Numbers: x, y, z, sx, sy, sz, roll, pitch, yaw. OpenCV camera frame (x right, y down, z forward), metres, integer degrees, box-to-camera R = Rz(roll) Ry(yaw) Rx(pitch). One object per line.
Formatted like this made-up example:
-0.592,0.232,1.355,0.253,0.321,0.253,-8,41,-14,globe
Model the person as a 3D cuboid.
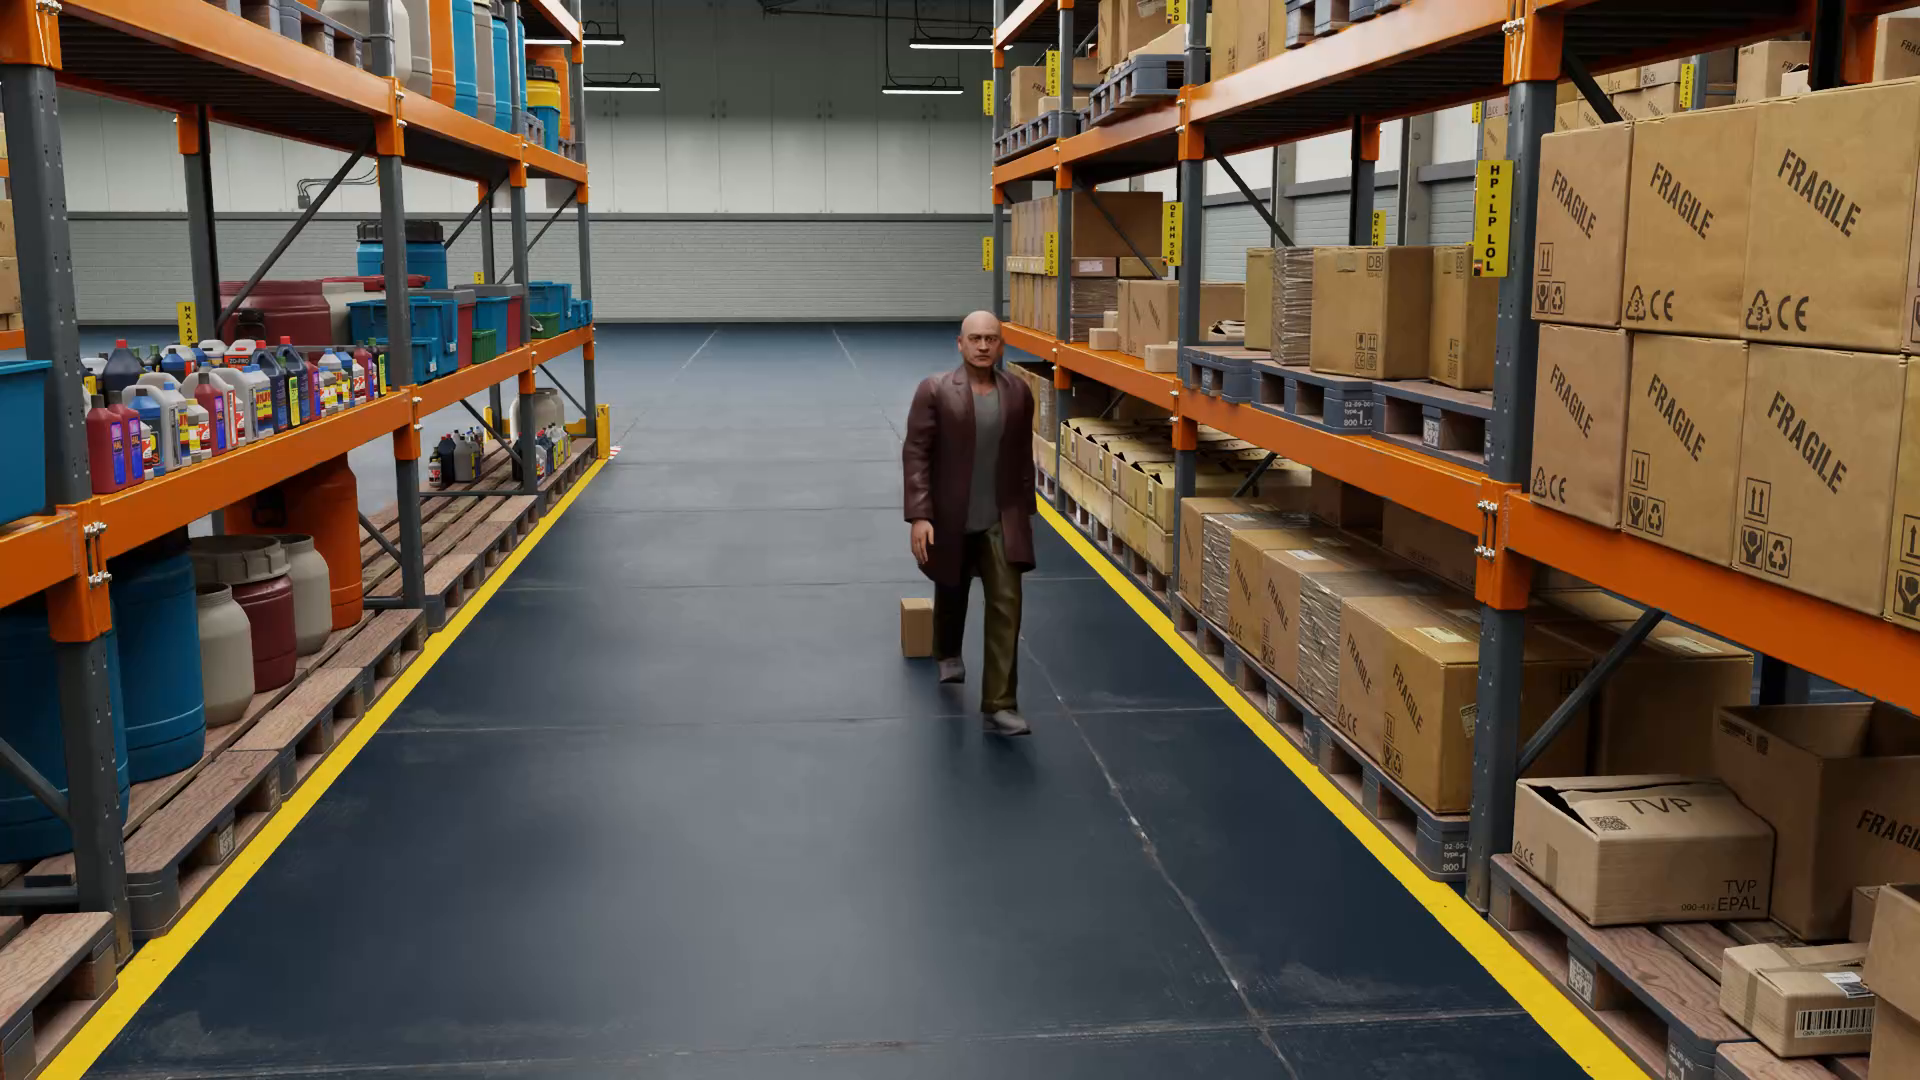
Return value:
0.049,-0.101,7.062,0.607,1.734,1.126,-2,10,-9,person
